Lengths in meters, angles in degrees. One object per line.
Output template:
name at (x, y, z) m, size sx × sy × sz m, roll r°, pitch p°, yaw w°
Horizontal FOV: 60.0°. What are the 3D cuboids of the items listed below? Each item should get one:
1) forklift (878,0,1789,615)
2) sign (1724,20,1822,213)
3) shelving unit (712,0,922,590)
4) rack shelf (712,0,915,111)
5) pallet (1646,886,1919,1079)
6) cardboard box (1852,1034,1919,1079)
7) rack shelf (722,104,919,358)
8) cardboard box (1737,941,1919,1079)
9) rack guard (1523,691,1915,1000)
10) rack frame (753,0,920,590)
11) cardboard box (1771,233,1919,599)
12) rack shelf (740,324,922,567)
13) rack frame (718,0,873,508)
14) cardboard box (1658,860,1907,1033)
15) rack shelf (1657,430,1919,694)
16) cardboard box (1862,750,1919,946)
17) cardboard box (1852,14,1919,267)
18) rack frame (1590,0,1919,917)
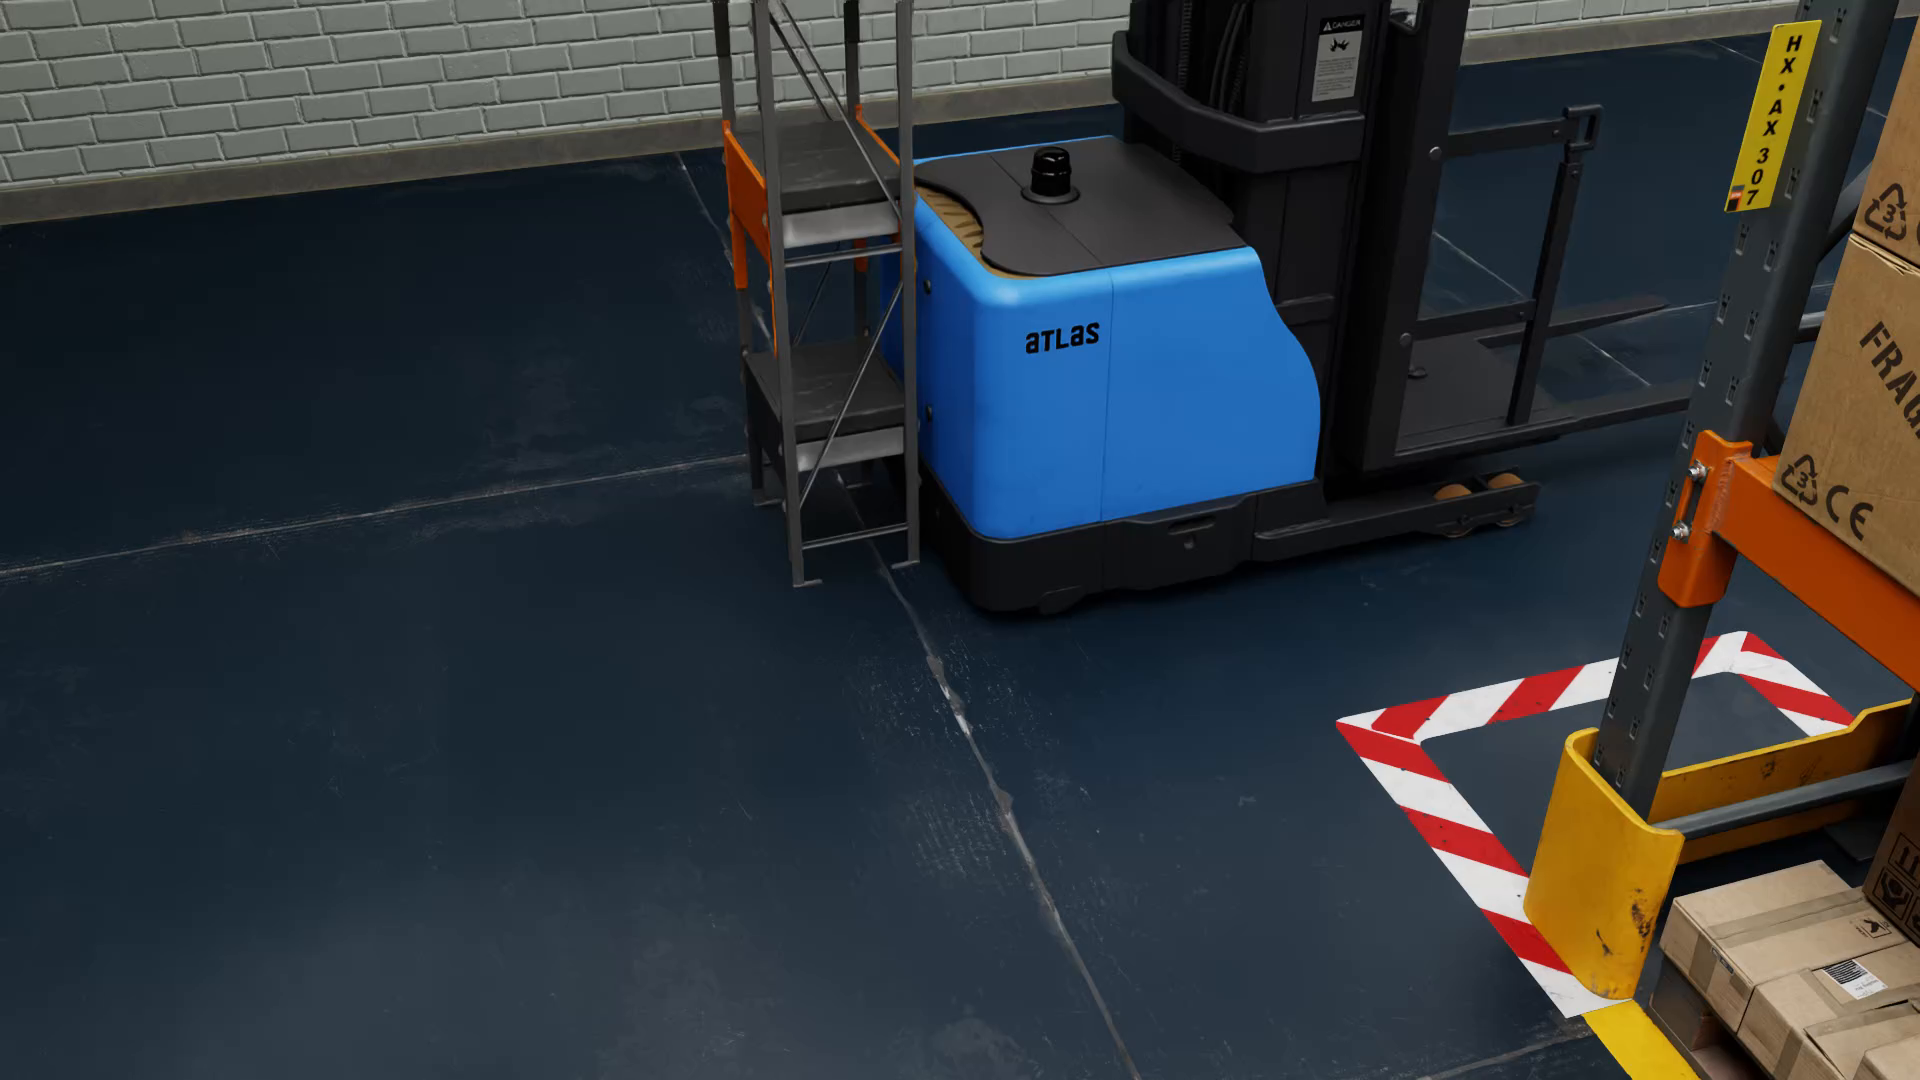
forklift at (1.309, -1.493, 4.851) m, size 3.031 × 2.935 × 1.130 m, roll -11°, pitch 35°, yaw -16°
sign at (1.383, -0.716, 2.828) m, size 0.100 × 0.325 × 0.005 m, roll -10°, pitch 35°, yaw -15°
shelving unit at (-0.398, -0.893, 4.697) m, size 0.431 × 2.100 × 0.503 m, roll -11°, pitch 35°, yaw -16°
rack shelf at (-0.398, -1.466, 4.319) m, size 0.431 × 0.518 × 0.480 m, roll -11°, pitch 35°, yaw -16°
pallet at (2.167, 1.176, 3.280) m, size 1.003 × 0.211 × 1.213 m, roll -10°, pitch 35°, yaw -15°
cardboard box at (1.948, 1.113, 2.940) m, size 0.500 × 0.250 × 0.500 m, roll -10°, pitch 35°, yaw -15°
rack shelf at (-0.398, -0.882, 4.705) m, size 0.431 × 0.518 × 0.480 m, roll -11°, pitch 35°, yaw -16°
cardboard box at (1.776, 0.961, 3.246) m, size 0.380 × 0.166 × 0.250 m, roll -10°, pitch 35°, yaw -15°
rack guard at (1.923, 0.636, 3.833) m, size 1.175 × 0.500 × 0.348 m, roll -10°, pitch 35°, yaw -15°
rack frame at (-0.315, -0.767, 4.506) m, size 0.400 × 2.100 × 0.015 m, roll -11°, pitch 35°, yaw -16°
cardboard box at (1.784, -0.211, 2.757) m, size 0.500 × 0.500 × 0.500 m, roll -9°, pitch 35°, yaw -14°
rack shelf at (-0.398, -0.298, 5.091) m, size 0.431 × 0.518 × 0.480 m, roll -11°, pitch 35°, yaw -16°
rack frame at (-0.480, -1.020, 4.889) m, size 0.400 × 2.100 × 0.015 m, roll -11°, pitch 35°, yaw -16°
cardboard box at (1.700, 0.837, 3.449) m, size 0.380 × 0.149 × 0.250 m, roll -10°, pitch 35°, yaw -15°
rack shelf at (2.510, 0.904, 1.814) m, size 1.077 × 0.370 × 4.000 m, roll -10°, pitch 35°, yaw -15°
cardboard box at (2.300, 0.657, 3.403) m, size 0.500 × 0.500 × 0.500 m, roll -10°, pitch 35°, yaw -15°
cardboard box at (1.784, -0.628, 2.482) m, size 0.500 × 0.500 × 0.500 m, roll -9°, pitch 35°, yaw -13°
rack frame at (1.900, -0.446, 3.205) m, size 1.000 × 3.000 × 0.127 m, roll -10°, pitch 35°, yaw -15°
